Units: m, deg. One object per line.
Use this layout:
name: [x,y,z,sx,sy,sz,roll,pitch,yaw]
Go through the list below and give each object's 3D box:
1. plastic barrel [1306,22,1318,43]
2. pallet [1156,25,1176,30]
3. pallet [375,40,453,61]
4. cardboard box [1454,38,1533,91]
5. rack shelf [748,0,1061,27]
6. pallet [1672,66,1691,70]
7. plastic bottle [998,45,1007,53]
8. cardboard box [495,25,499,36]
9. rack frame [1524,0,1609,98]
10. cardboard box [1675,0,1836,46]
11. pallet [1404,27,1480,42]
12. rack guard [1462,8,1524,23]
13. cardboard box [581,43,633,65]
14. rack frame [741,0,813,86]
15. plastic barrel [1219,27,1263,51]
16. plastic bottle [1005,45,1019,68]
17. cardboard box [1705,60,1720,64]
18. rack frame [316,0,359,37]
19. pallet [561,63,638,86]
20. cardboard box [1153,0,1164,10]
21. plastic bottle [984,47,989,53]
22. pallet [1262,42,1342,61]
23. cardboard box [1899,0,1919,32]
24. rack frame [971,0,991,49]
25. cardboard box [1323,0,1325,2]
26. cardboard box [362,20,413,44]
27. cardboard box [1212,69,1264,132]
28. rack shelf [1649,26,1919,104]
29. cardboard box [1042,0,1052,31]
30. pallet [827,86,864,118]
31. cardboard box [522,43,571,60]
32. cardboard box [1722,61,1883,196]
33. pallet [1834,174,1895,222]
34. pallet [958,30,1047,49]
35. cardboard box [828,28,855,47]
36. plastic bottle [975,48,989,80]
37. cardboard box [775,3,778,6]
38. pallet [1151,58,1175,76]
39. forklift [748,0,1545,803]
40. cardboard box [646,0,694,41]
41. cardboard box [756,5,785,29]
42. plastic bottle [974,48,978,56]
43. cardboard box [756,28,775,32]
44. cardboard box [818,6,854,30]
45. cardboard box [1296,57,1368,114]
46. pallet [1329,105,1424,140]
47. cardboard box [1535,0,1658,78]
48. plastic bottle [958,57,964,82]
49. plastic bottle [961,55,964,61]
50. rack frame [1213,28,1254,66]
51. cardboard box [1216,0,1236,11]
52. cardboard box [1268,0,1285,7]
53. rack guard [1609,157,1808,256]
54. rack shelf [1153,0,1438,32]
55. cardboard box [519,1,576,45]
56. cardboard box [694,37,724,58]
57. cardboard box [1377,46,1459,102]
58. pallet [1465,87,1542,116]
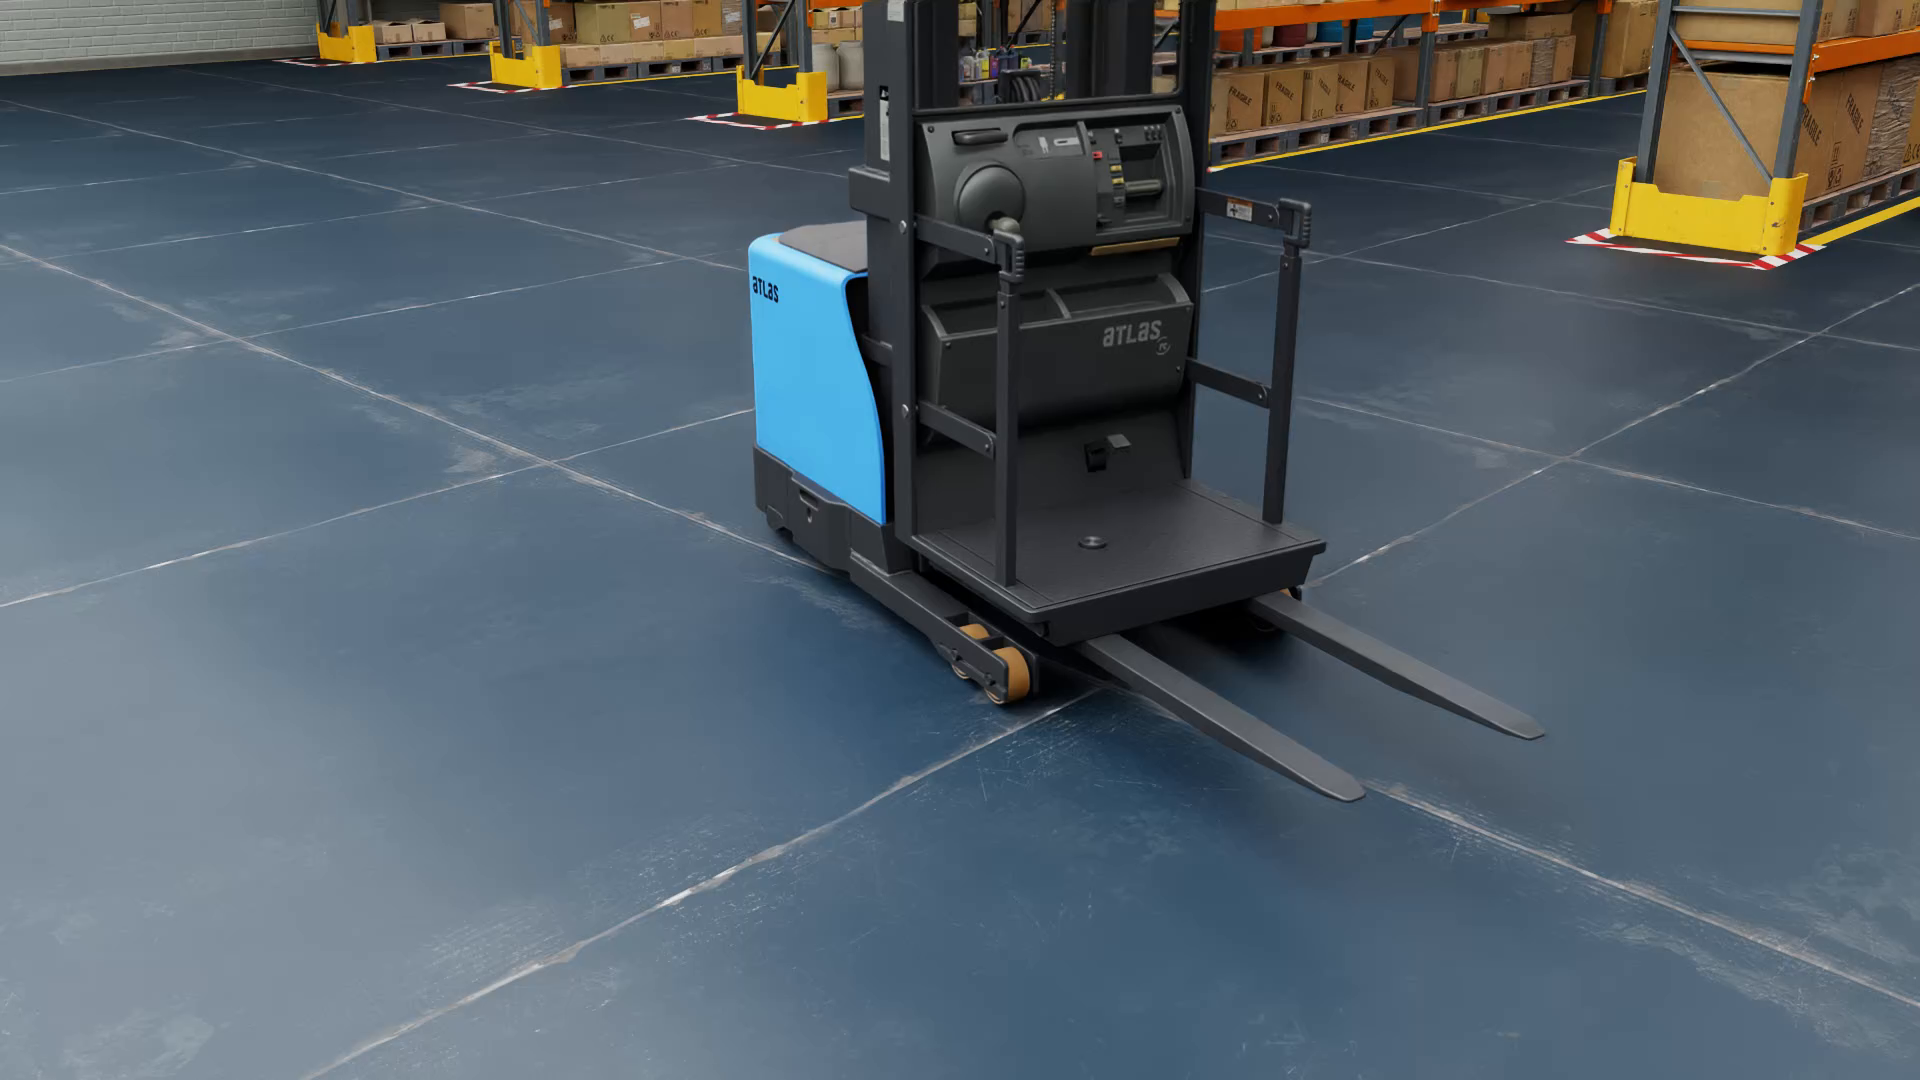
plastic barrel: [5.084,-7.641,24.655,0.421,0.512,0.421,0,21,0]
pallet: [4.212,-9.477,30.436,1.003,0.211,1.213,19,28,41]
pallet: [-8.397,-7.359,24.926,1.003,0.211,1.213,19,28,41]
cardboard box: [5.964,-5.346,18.674,0.500,0.500,0.700,-17,27,-38]
rack shelf: [-0.549,-6.140,18.871,1.077,0.370,4.000,19,28,41]
pallet: [8.641,-5.973,21.319,1.003,0.211,1.213,19,28,41]
plastic bottle: [0.501,-5.757,19.951,0.144,0.351,0.185,19,28,41]
cardboard box: [-7.382,-7.938,25.906,0.380,0.149,0.250,17,27,36]
rack frame: [7.186,-6.778,19.529,1.000,3.000,0.127,19,28,41]
cardboard box: [5.315,-3.631,11.132,0.875,0.550,0.550,19,28,41]
pallet: [7.764,-8.258,27.266,1.003,0.211,1.213,19,28,41]
rack guard: [9.225,-8.917,28.577,1.175,0.500,0.348,19,28,41]
cardboard box: [-4.611,-6.326,21.600,0.500,0.250,0.500,19,28,41]
rack frame: [-1.944,-5.962,17.404,1.000,3.000,0.127,19,28,41]
plastic barrel: [3.966,-7.331,23.406,0.600,0.830,0.708,19,28,41]
plastic bottle: [0.604,-5.721,19.857,0.144,0.351,0.185,18,28,39]
cardboard box: [9.544,-6.841,22.069,1.225,0.875,0.875,19,28,41]
rack frame: [-9.042,-8.441,23.855,1.000,3.000,0.127,19,28,41]
pallet: [-4.987,-6.108,21.671,1.003,0.211,1.213,19,28,41]
cardboard box: [1.656,-4.730,14.549,0.380,0.149,0.250,19,28,41]
plastic bottle: [0.310,-5.949,20.562,0.097,0.271,0.097,0,21,0]
pallet: [5.008,-7.242,24.621,1.003,0.211,1.213,19,28,41]
cardboard box: [6.503,-4.037,12.188,0.875,0.550,0.500,19,28,41]
rack frame: [0.091,-9.259,25.982,1.000,3.000,0.127,19,28,41]
cardboard box: [3.170,-5.077,15.453,0.380,0.149,0.250,19,28,41]
cardboard box: [-8.495,-7.547,24.663,0.500,0.311,0.500,15,26,35]
cardboard box: [2.445,-4.070,15.381,0.500,0.500,0.500,-12,24,-28]
rack shelf: [6.483,-3.633,12.348,1.077,0.370,4.000,19,28,41]
cardboard box: [1.328,-8.606,27.156,0.500,0.500,0.500,19,28,40]
pallet: [-1.354,-4.899,18.525,1.003,0.211,1.213,19,28,41]
cardboard box: [-5.328,-6.327,21.601,0.500,0.250,0.500,19,28,41]
cardboard box: [6.126,-3.076,12.274,0.875,0.875,0.875,19,28,40]
pallet: [6.441,-2.690,12.779,1.003,0.211,1.213,19,28,41]
pallet: [0.639,-8.139,26.957,1.003,0.211,1.213,19,28,41]
cardboard box: [-1.883,-7.316,24.174,0.500,0.250,0.500,-19,28,-41]
plastic bottle: [0.245,-5.589,19.513,0.144,0.351,0.185,19,28,40]
cardboard box: [-2.854,-9.846,29.922,0.750,0.750,0.750,19,28,40]
pallet: [2.218,-6.215,21.950,1.003,0.211,1.213,19,28,41]
forklift: [0.419,-1.080,4.798,1.130,2.935,3.031,-12,24,-28]
cardboard box: [-3.908,-6.932,22.131,0.500,0.500,0.500,19,28,41]
cardboard box: [-2.623,-7.581,24.082,0.500,0.311,0.500,19,28,41]
plastic bottle: [0.181,-5.839,20.257,0.061,0.283,0.133,19,28,41]
cardboard box: [-2.618,-7.322,24.191,0.500,0.250,0.500,19,28,40]
cardboard box: [-1.880,-7.576,24.070,0.500,0.311,0.500,19,28,40]
cardboard box: [3.694,-4.537,16.598,0.500,0.500,0.500,-11,23,-25]
pallet: [3.952,-4.267,16.882,1.003,0.211,1.213,19,28,41]
cardboard box: [7.682,-6.155,20.283,1.225,0.875,0.875,18,27,38]
plastic bottle: [-0.005,-5.447,19.256,0.097,0.271,0.097,0,21,0]
plastic bottle: [0.052,-5.543,19.488,0.061,0.283,0.133,19,28,41]
rack frame: [3.637,-8.018,22.754,1.000,3.000,0.127,19,28,41]
cardboard box: [2.163,-4.678,14.414,0.380,0.149,0.250,19,28,41]
cardboard box: [2.687,-4.870,14.915,0.380,0.149,0.250,19,28,41]
rack guard: [5.071,-2.282,11.314,1.175,0.500,0.348,19,28,41]
rack shelf: [3.000,-4.900,15.645,1.077,0.370,4.000,19,28,41]
cardboard box: [-5.329,-6.677,21.468,0.500,0.500,0.500,19,28,41]
cardboard box: [-3.561,-6.711,22.601,0.500,0.250,0.500,19,28,41]
cardboard box: [4.839,-4.941,17.620,0.700,0.500,0.500,17,27,37]
pallet: [5.789,-4.964,18.696,1.003,0.211,1.213,19,28,41]
